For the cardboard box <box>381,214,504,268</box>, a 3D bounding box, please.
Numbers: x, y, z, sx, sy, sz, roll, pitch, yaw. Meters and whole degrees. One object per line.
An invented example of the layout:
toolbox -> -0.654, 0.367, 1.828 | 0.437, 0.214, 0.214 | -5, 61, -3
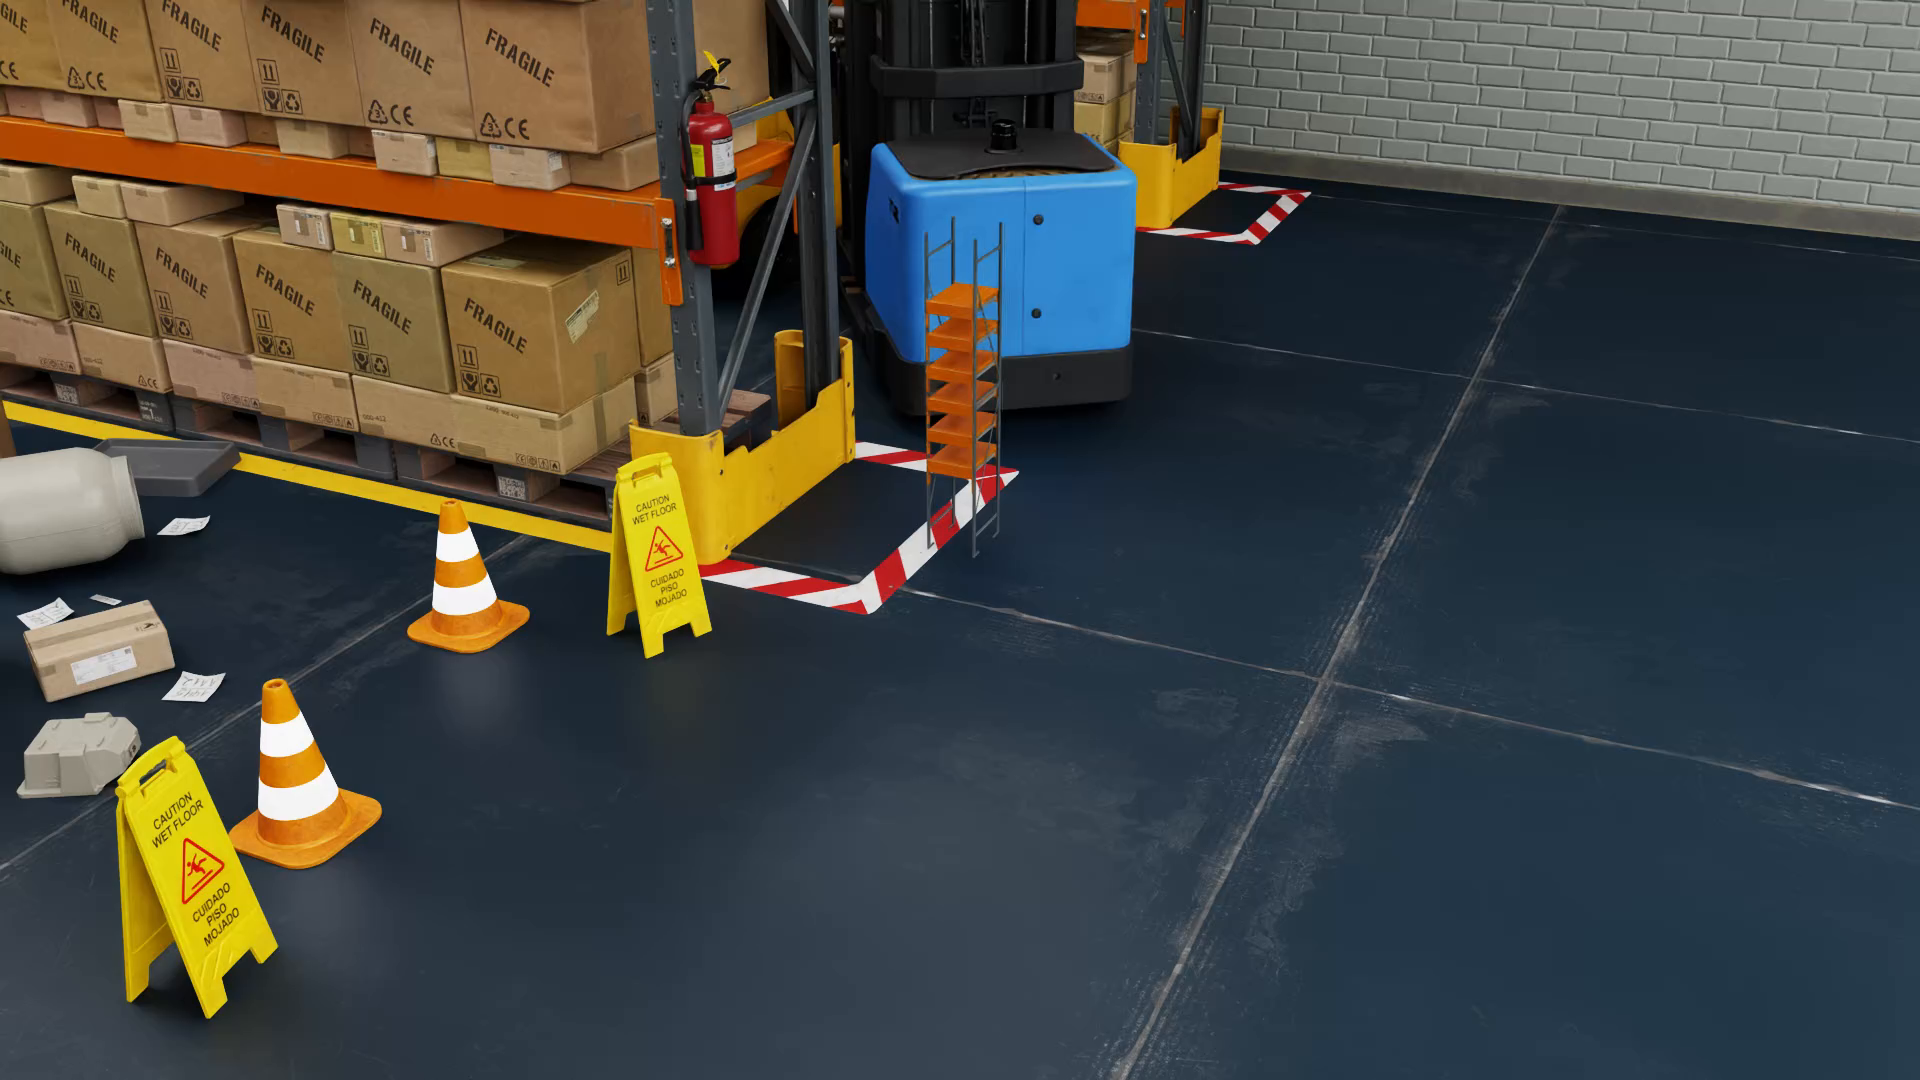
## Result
cardboard box -> -1.944, -1.161, 6.266 | 0.250, 0.149, 0.380 | 12, 29, 23

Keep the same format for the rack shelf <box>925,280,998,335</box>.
rack shelf -> 0.014, -0.819, 5.840 | 0.180, 0.103, 0.258 | 11, 28, 22

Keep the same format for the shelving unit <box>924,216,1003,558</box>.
shelving unit -> 0.013, -0.536, 5.979 | 0.189, 1.200, 0.258 | 11, 28, 22

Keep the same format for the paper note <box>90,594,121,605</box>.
paper note -> -2.988, 0.209, 5.814 | 0.123, 0.001, 0.032 | 11, 28, 22

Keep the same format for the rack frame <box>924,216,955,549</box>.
rack frame -> -0.070, -0.552, 6.013 | 0.006, 1.200, 0.240 | 11, 28, 22

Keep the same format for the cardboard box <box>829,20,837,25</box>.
cardboard box -> -0.885, -3.432, 11.329 | 0.500, 0.250, 0.500 | 12, 28, 22

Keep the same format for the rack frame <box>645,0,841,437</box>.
rack frame -> -0.745, -1.497, 5.895 | 0.127, 3.000, 1.000 | 11, 28, 22

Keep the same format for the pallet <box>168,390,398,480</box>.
pallet -> -2.646, -0.646, 7.324 | 1.213, 0.211, 1.003 | 11, 28, 22

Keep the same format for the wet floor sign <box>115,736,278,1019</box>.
wet floor sign -> -1.856, 0.777, 3.941 | 0.232, 0.644, 0.267 | 6, 27, 13

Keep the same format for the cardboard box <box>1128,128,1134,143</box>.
cardboard box -> 0.940, -2.617, 10.806 | 0.500, 0.250, 0.500 | 11, 28, 22

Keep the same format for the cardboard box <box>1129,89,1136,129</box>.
cardboard box -> 0.964, -2.842, 10.698 | 0.500, 0.250, 0.500 | 12, 29, 23

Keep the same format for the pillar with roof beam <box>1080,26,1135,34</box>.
pillar with roof beam -> -0.737, -4.944, 6.103 | 0.400, 9.000, 9.100 | 11, 28, 22

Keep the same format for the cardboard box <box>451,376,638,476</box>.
cardboard box -> -1.614, -0.496, 6.499 | 0.500, 0.250, 0.500 | 11, 28, 22

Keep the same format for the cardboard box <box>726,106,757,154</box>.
cardboard box -> -0.969, -1.530, 6.245 | 0.250, 0.149, 0.380 | 11, 28, 22

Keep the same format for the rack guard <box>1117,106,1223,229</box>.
rack guard -> 1.328, -2.368, 10.493 | 0.348, 0.500, 1.175 | 11, 28, 22

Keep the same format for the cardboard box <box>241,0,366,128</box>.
cardboard box -> -2.261, -1.850, 6.162 | 0.500, 0.500, 0.500 | 11, 28, 22

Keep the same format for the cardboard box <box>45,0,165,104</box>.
cardboard box -> -3.183, -2.035, 6.537 | 0.500, 0.500, 0.500 | 11, 28, 21

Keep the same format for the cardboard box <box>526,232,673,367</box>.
cardboard box -> -1.387, -1.051, 6.777 | 0.500, 0.500, 0.500 | 10, 28, 20

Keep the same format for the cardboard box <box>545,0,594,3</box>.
cardboard box -> -1.300, -2.129, 5.597 | 0.500, 0.500, 0.700 | 11, 28, 21

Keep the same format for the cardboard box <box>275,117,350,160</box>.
cardboard box -> -2.367, -1.572, 6.332 | 0.250, 0.149, 0.380 | 11, 28, 21

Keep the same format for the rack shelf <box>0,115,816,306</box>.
rack shelf -> -2.566, -1.540, 6.796 | 4.000, 0.370, 1.077 | 11, 28, 22

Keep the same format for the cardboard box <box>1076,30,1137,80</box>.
cardboard box -> 0.947, -3.061, 10.577 | 0.500, 0.250, 0.500 | 11, 28, 21

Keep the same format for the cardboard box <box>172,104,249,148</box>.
cardboard box -> -2.831, -1.657, 6.503 | 0.250, 0.149, 0.380 | 11, 28, 22

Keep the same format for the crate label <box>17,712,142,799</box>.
crate label -> -2.562, 0.617, 4.842 | 0.298, 0.136, 0.250 | -2, 26, -5

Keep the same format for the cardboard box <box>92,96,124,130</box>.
cardboard box -> -3.260, -1.772, 6.738 | 0.250, 0.149, 0.380 | 11, 28, 22

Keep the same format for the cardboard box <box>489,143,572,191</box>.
cardboard box -> -1.451, -1.368, 5.918 | 0.250, 0.149, 0.380 | 11, 28, 21

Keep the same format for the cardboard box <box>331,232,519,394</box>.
cardboard box -> -2.059, -0.924, 6.519 | 0.500, 0.500, 0.500 | 12, 29, 24

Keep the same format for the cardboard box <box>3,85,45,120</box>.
cardboard box -> -3.726, -1.867, 6.931 | 0.250, 0.149, 0.380 | 11, 28, 22

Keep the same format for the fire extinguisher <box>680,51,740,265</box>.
fire extinguisher -> -0.832, -1.256, 5.493 | 0.183, 0.674, 0.296 | 11, 28, 22

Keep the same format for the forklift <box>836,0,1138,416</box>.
forklift -> -0.047, -2.477, 7.963 | 1.130, 2.935, 3.031 | -5, 27, -11

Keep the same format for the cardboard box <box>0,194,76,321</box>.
cardboard box -> -3.961, -1.303, 7.289 | 0.500, 0.500, 0.500 | 13, 29, 24

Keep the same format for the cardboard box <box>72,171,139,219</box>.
cardboard box -> -3.403, -1.454, 6.861 | 0.250, 0.149, 0.380 | 13, 29, 24

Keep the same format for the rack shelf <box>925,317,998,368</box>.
rack shelf -> 0.014, -0.711, 5.893 | 0.180, 0.103, 0.258 | 11, 28, 22

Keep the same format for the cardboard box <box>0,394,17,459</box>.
cardboard box -> -3.974, -0.365, 6.422 | 0.500, 0.500, 0.500 | -12, 29, -23

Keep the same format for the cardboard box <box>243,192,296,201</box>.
cardboard box -> -2.808, -1.334, 7.352 | 0.500, 0.500, 0.500 | 13, 29, 24

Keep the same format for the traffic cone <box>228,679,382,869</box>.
traffic cone -> -1.821, 0.590, 4.528 | 0.334, 0.463, 0.336 | 11, 28, 22

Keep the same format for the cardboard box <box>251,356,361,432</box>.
cardboard box -> -2.539, -0.683, 6.878 | 0.500, 0.250, 0.500 | 10, 28, 20

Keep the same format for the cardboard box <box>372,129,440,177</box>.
cardboard box -> -1.922, -1.459, 6.101 | 0.250, 0.149, 0.380 | 12, 29, 23

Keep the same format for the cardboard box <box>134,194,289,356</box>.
cardboard box -> -2.998, -1.114, 6.906 | 0.500, 0.500, 0.500 | 13, 29, 24

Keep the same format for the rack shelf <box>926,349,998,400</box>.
rack shelf -> 0.014, -0.603, 5.946 | 0.180, 0.103, 0.258 | 11, 28, 22

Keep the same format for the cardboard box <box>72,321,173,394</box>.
cardboard box -> -3.470, -0.874, 7.266 | 0.500, 0.250, 0.500 | 13, 29, 25

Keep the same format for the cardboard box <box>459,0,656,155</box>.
cardboard box -> -1.353, -1.664, 5.783 | 0.500, 0.500, 0.500 | 11, 28, 21

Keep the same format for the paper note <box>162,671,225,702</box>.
paper note -> -2.430, 0.463, 5.276 | 0.142, 0.019, 0.148 | 2, 26, 4

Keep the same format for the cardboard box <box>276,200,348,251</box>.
cardboard box -> -2.411, -1.257, 6.461 | 0.250, 0.149, 0.380 | 13, 29, 24
